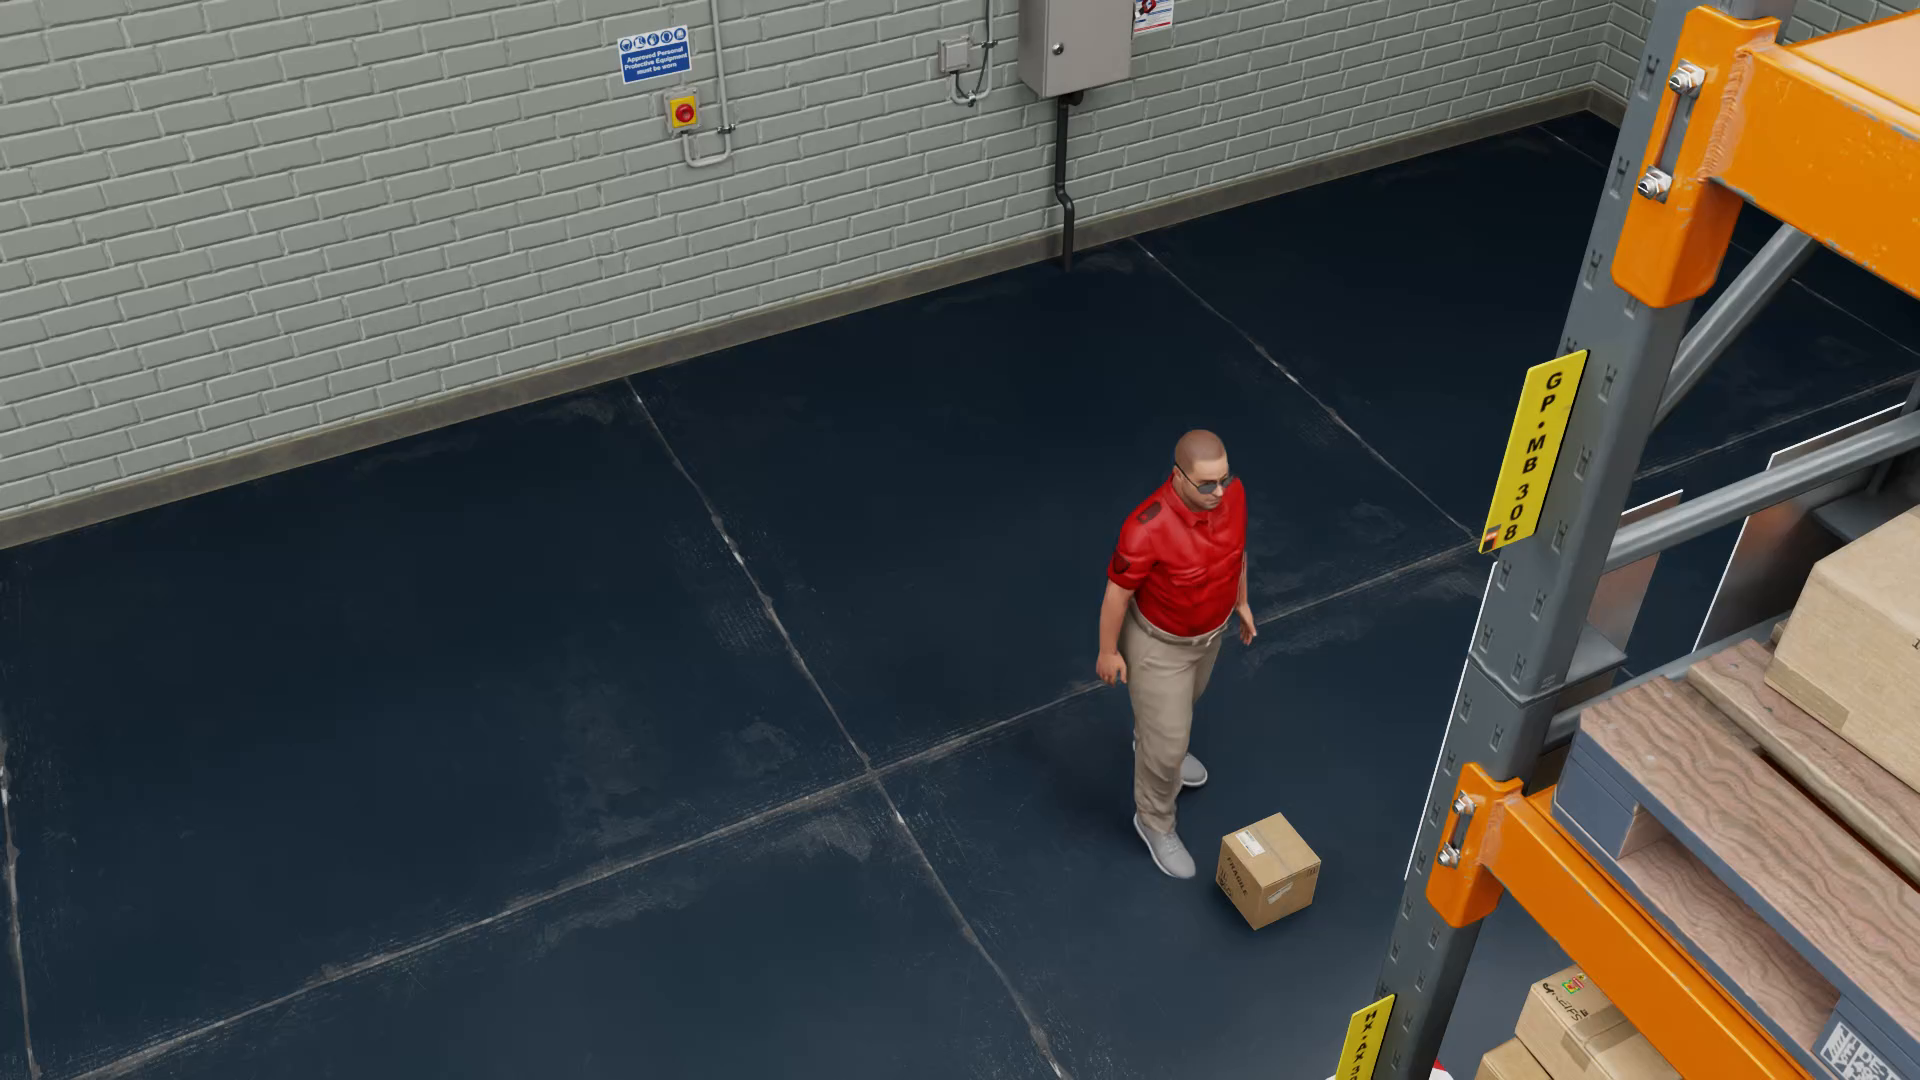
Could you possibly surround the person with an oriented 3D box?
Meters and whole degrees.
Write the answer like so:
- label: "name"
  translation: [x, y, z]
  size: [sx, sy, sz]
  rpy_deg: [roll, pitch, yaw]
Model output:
- label: "person"
  translation: [0.807, 0.359, 5.773]
  size: [0.561, 1.767, 0.587]
  rpy_deg: [33, 51, 32]
